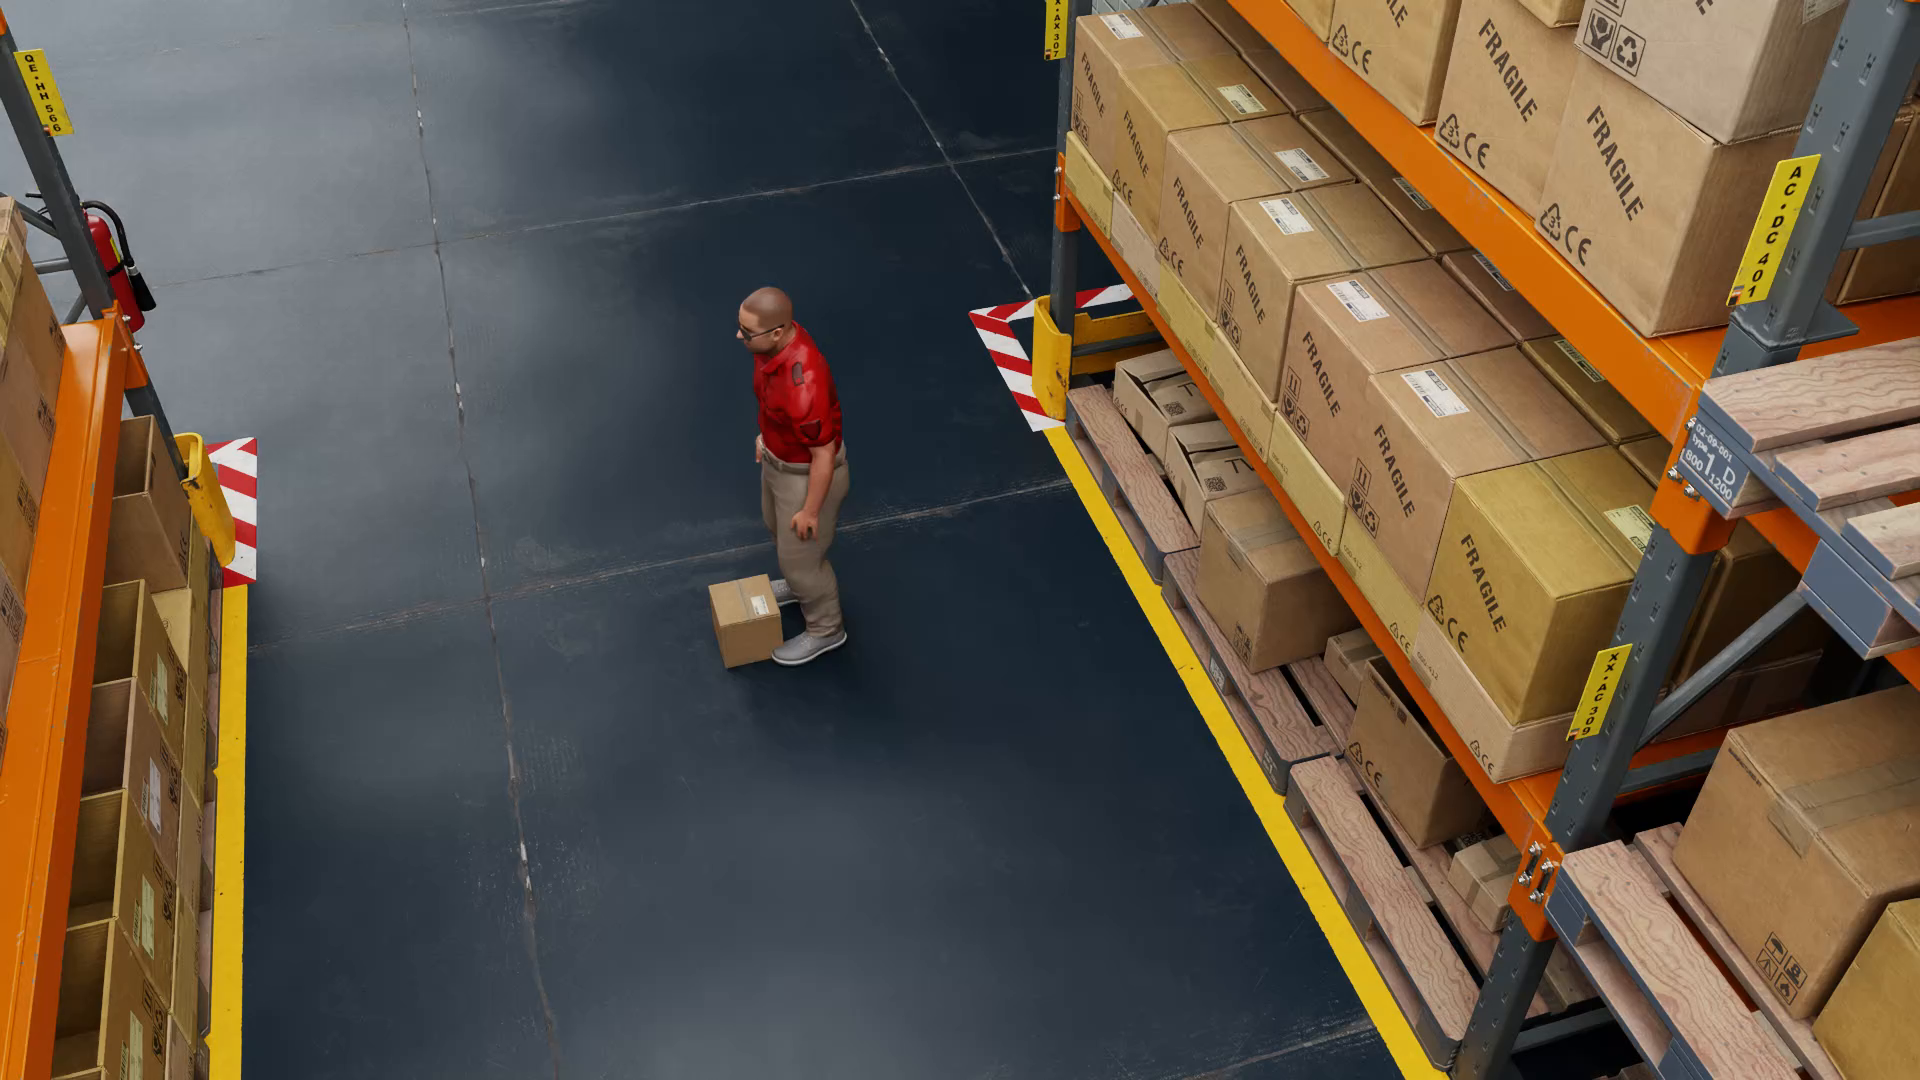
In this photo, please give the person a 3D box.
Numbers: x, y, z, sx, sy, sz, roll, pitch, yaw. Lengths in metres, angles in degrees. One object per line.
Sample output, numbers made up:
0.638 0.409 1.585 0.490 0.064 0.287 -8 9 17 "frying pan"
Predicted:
-0.643 -0.265 6.464 0.387 1.727 0.606 -14 44 -15 "person"
